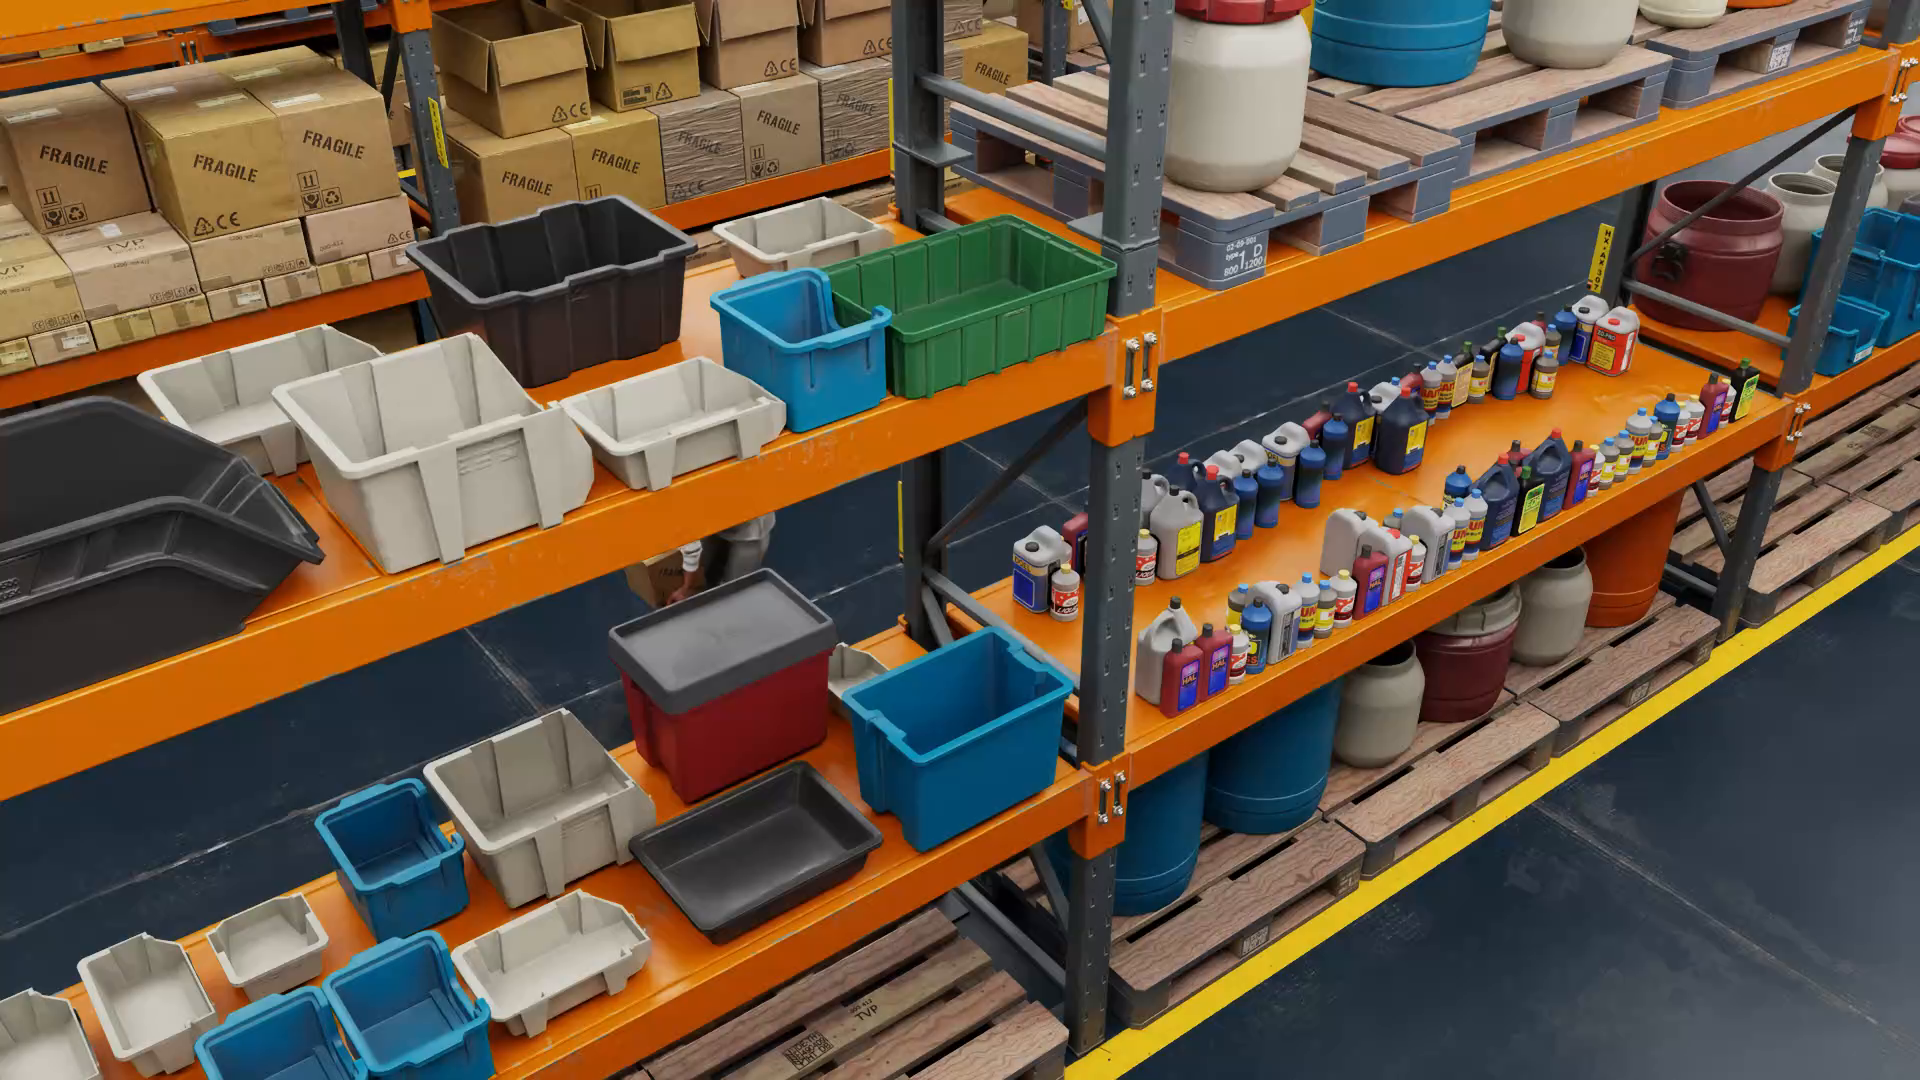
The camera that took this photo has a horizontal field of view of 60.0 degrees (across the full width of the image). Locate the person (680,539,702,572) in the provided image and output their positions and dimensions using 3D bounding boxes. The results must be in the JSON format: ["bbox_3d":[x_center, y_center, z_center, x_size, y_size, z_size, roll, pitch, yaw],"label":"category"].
[{"bbox_3d":[-1.056,-0.208,7.100,0.498,0.471,0.369,-24,39,-32],"label":"person"}]
